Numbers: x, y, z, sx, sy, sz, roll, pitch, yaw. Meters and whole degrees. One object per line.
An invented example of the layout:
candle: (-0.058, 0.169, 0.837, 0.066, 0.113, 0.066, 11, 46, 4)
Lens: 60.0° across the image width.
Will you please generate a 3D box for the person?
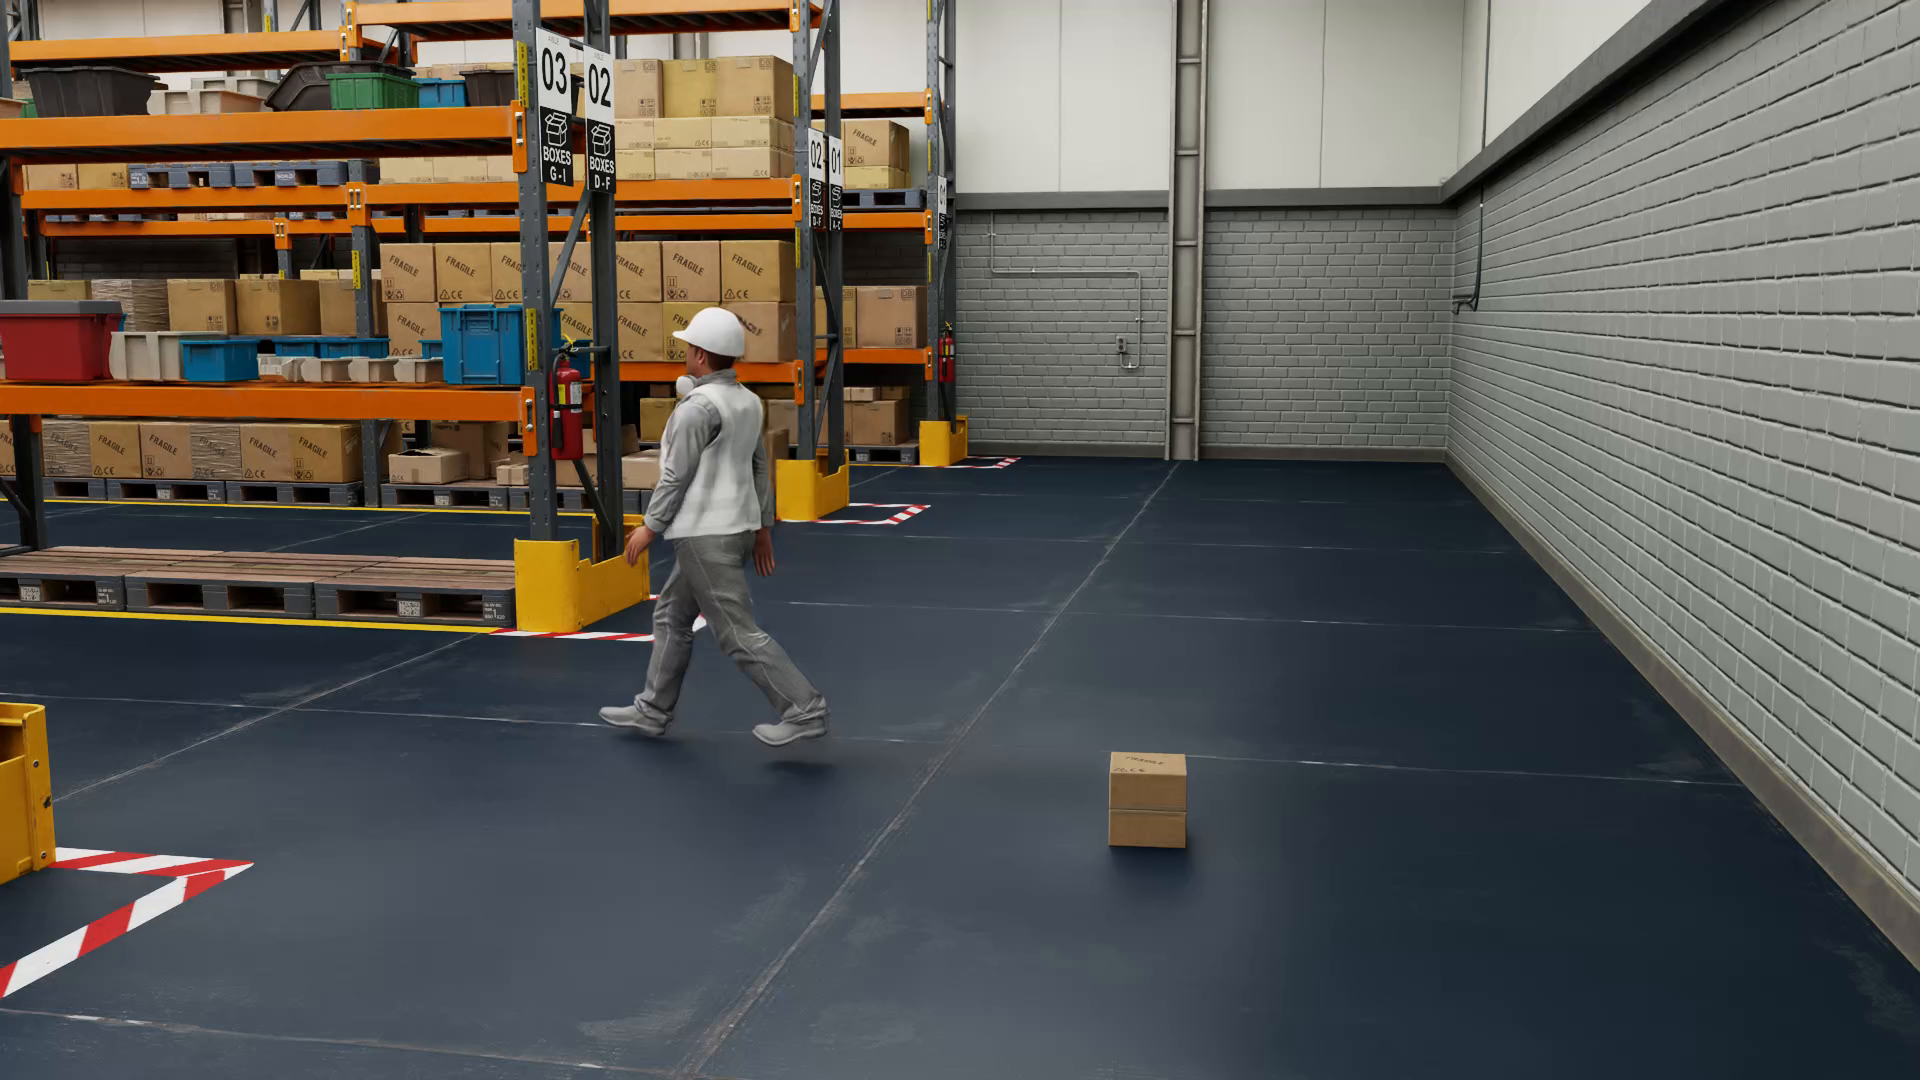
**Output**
person: (-1.000, -0.039, 6.512, 1.054, 1.725, 0.546, 2, 8, 14)
